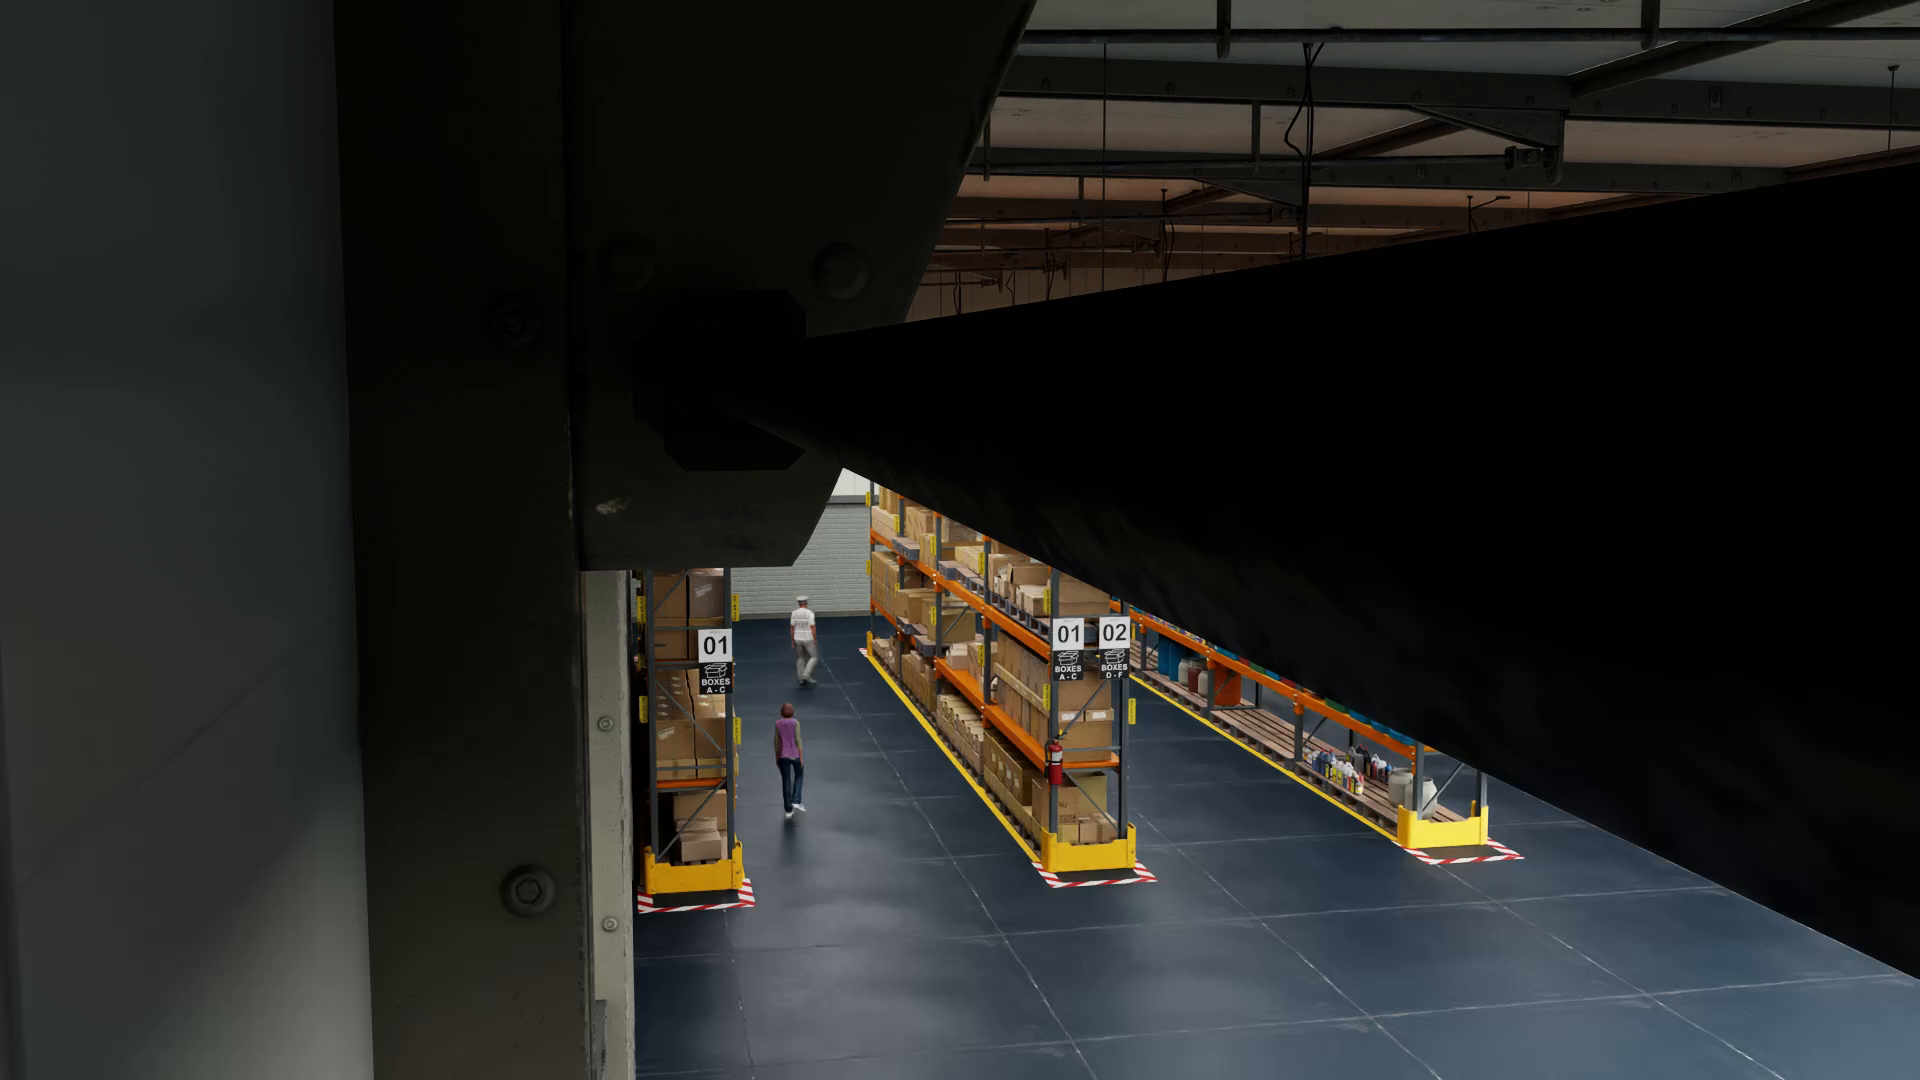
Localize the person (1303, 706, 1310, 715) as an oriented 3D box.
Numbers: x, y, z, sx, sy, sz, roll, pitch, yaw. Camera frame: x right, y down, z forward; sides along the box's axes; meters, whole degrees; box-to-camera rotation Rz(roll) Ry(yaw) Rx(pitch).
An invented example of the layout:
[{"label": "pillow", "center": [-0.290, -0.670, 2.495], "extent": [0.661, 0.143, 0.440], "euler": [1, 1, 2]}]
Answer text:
[{"label": "person", "center": [6.310, 2.284, 30.481], "extent": [0.610, 1.849, 0.505], "euler": [-1, 6, -6]}]

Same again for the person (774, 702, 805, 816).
[{"label": "person", "center": [-2.422, 3.087, 23.460], "extent": [0.431, 1.590, 0.506], "euler": [0, 6, 0]}]

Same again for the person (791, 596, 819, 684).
[{"label": "person", "center": [-3.114, 2.001, 33.152], "extent": [0.565, 1.756, 0.528], "euler": [3, 6, 23]}]
